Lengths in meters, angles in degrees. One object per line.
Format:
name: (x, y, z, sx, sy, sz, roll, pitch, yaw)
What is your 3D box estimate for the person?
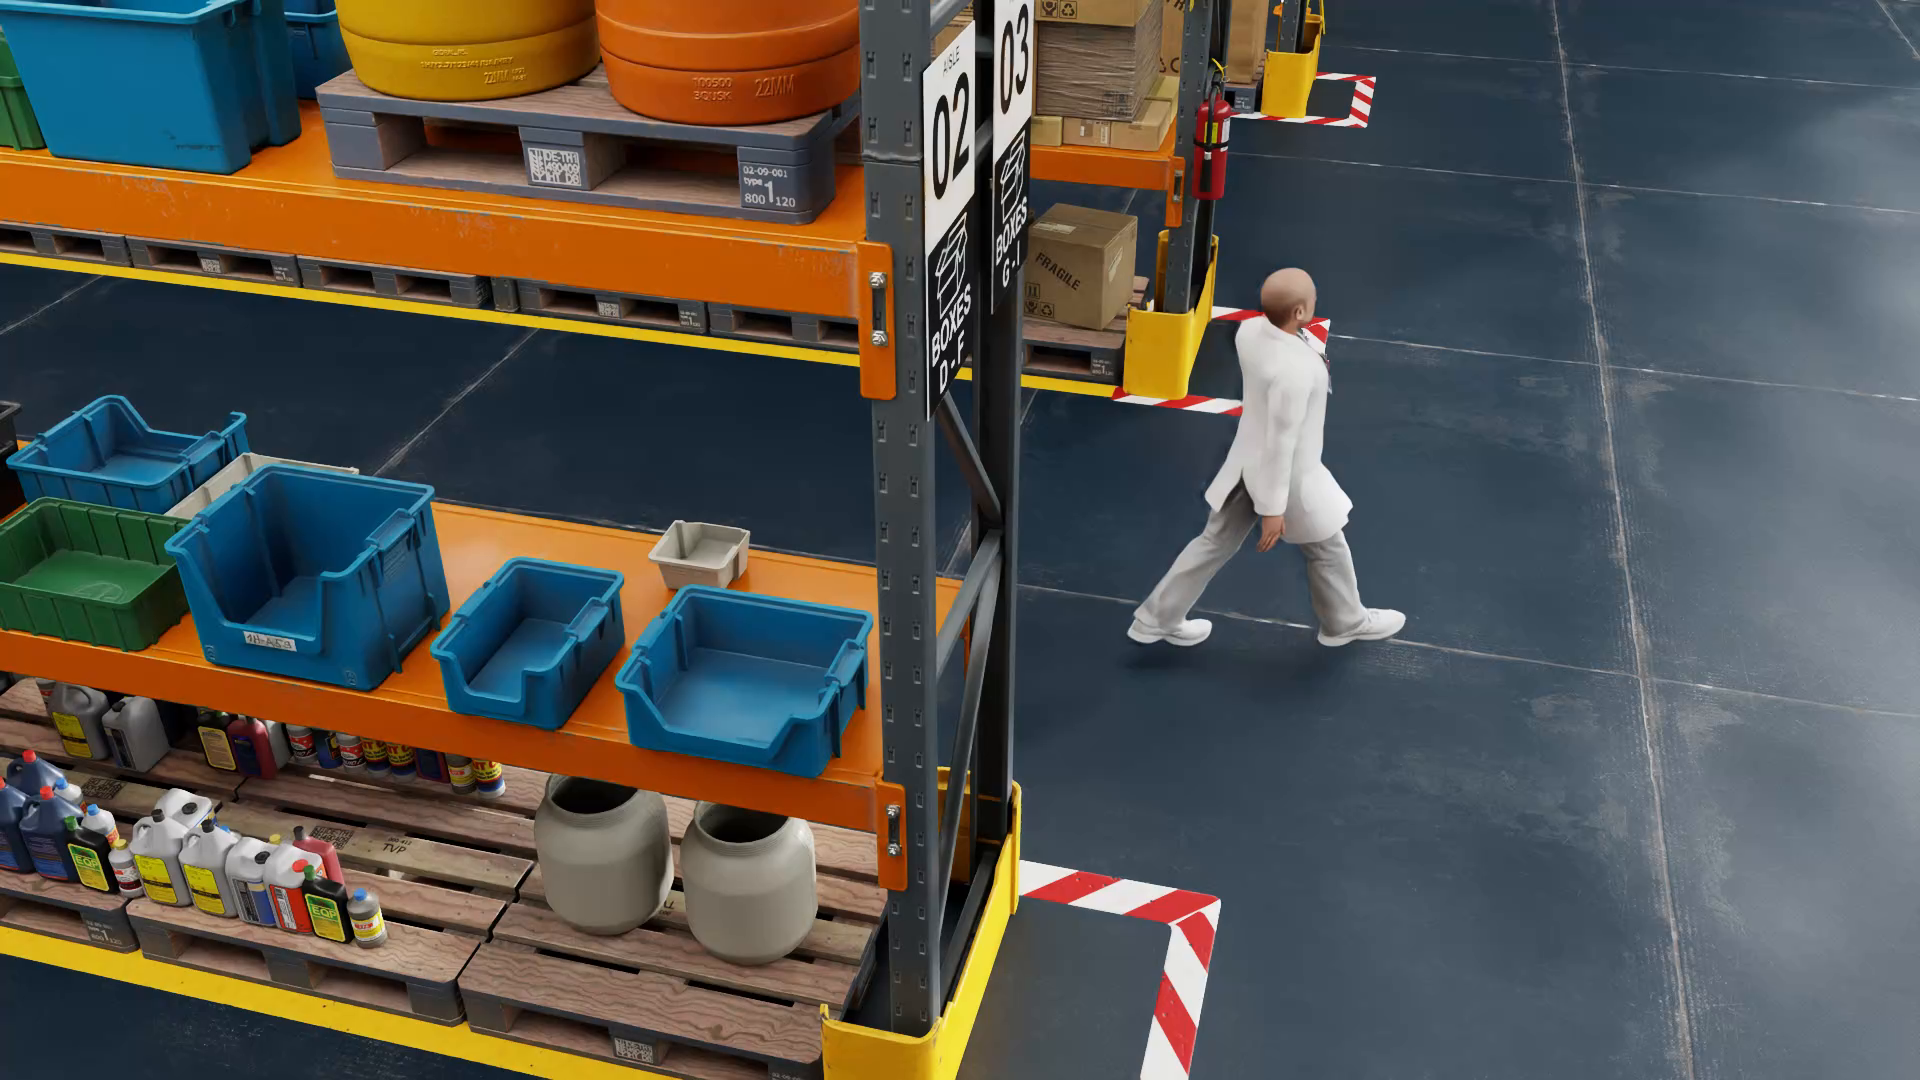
person: (1.283, -0.292, 6.619, 1.163, 1.722, 0.610, -11, 34, -17)
